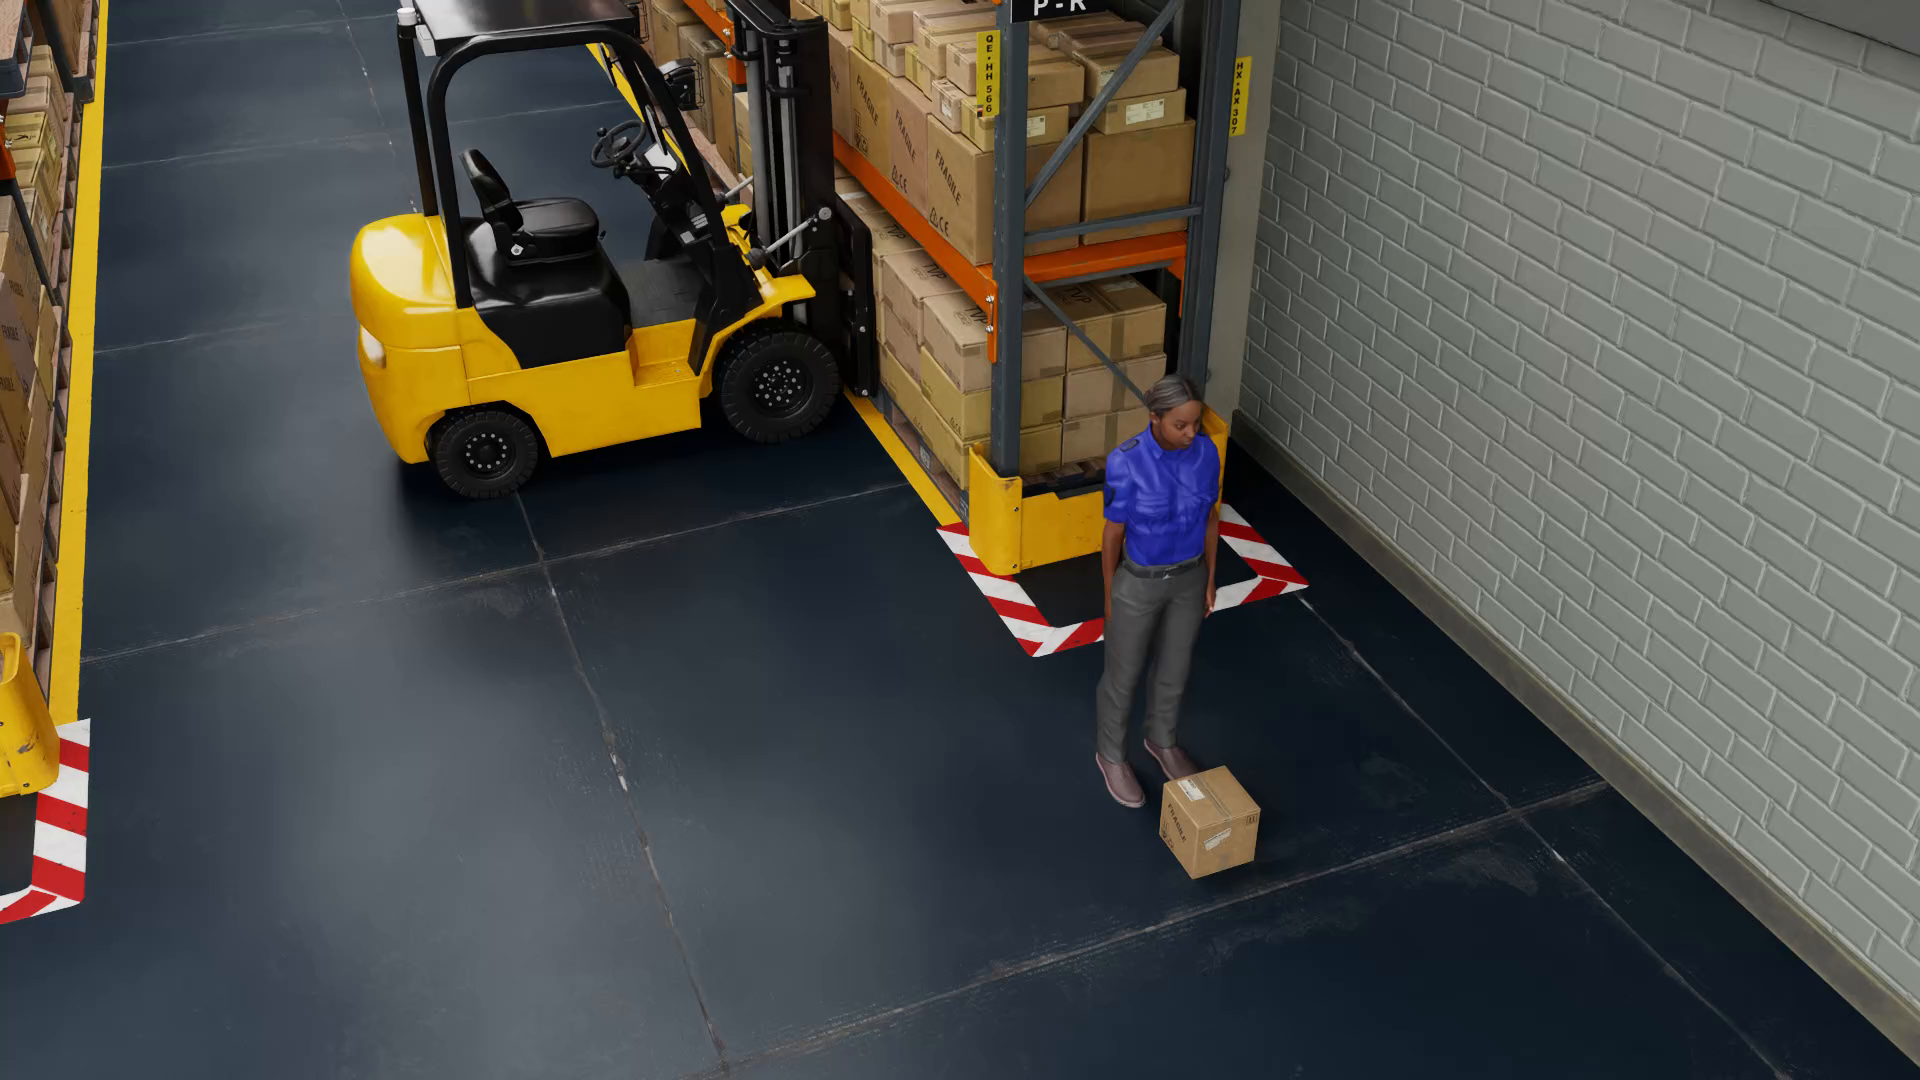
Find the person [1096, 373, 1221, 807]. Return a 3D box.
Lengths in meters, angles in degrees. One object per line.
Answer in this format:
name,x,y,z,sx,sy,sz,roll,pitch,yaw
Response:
person,0.721,0.177,5.877,0.448,1.678,0.355,-13,36,-18
